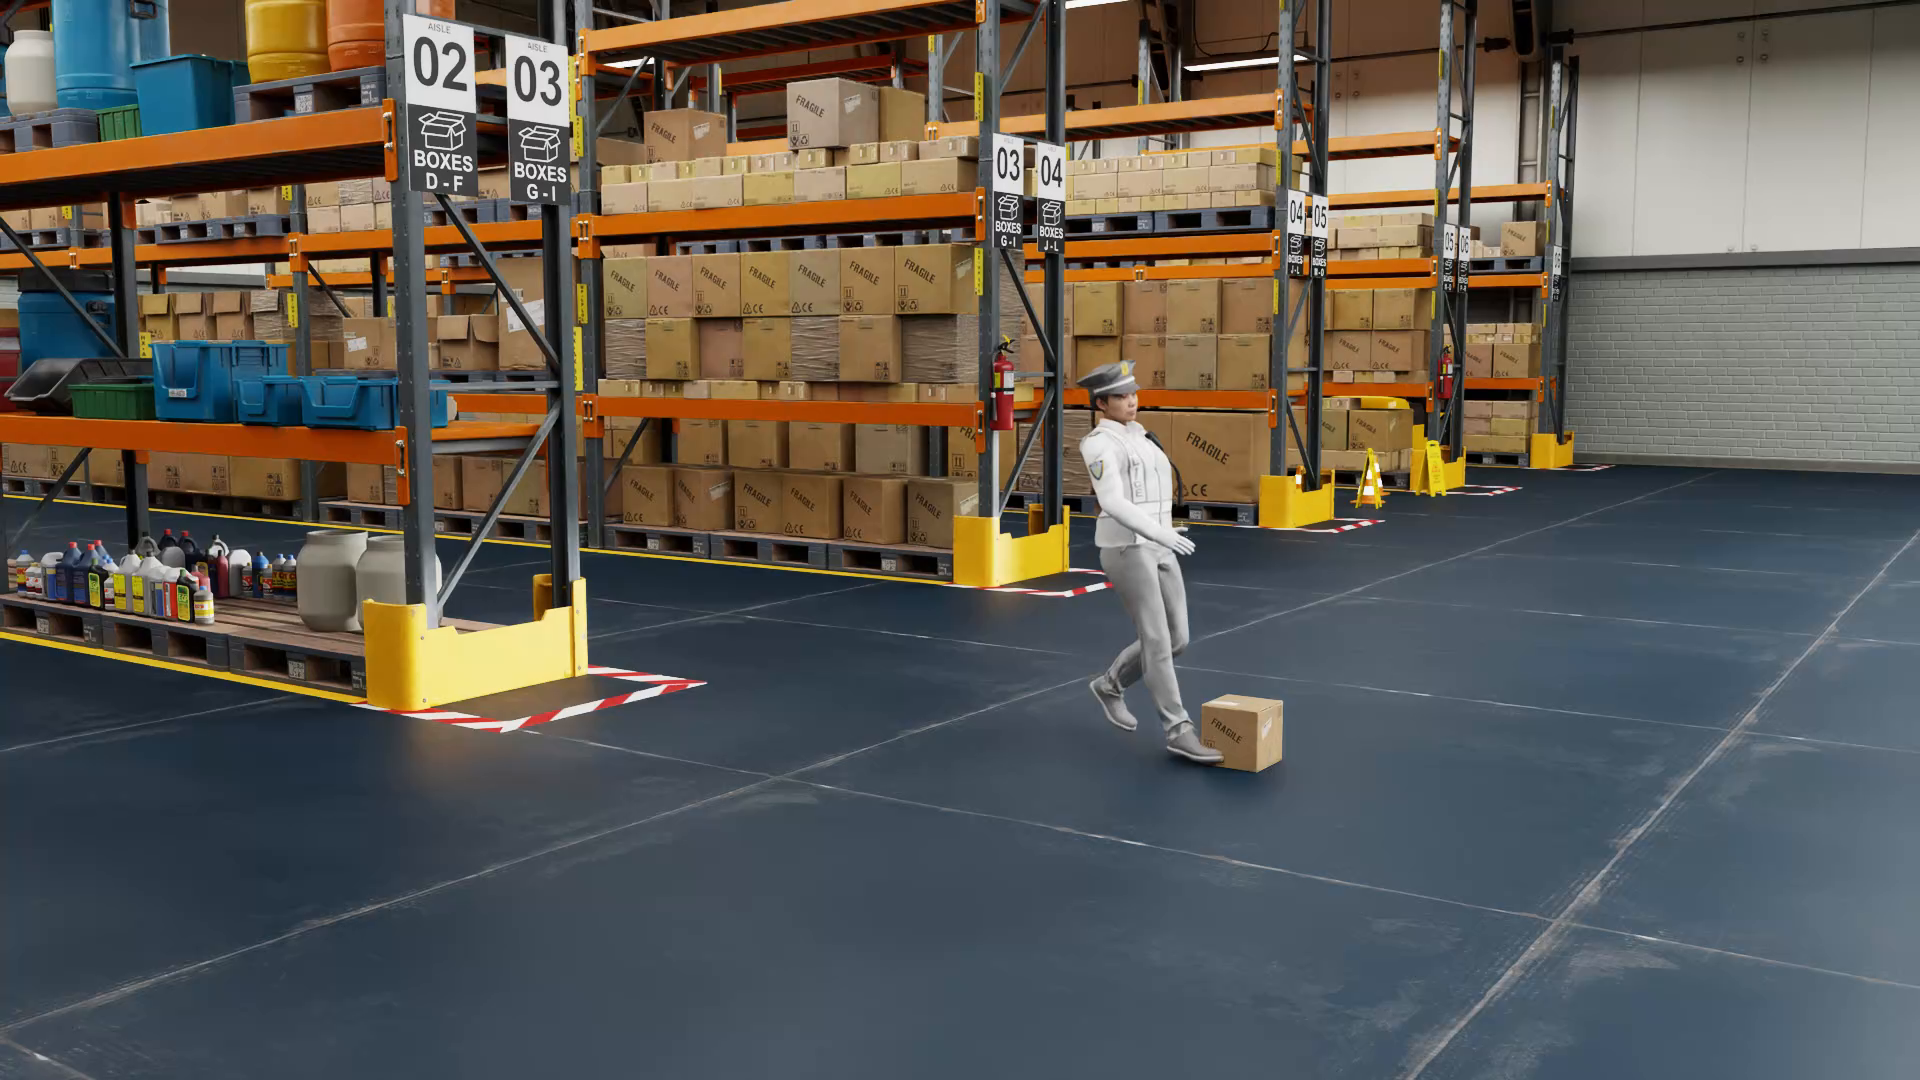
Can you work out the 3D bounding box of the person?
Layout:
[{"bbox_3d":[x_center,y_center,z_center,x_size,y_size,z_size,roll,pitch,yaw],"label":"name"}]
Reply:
[{"bbox_3d":[0.816,0.063,6.941,0.793,1.622,0.554,5,8,39],"label":"person"}]
